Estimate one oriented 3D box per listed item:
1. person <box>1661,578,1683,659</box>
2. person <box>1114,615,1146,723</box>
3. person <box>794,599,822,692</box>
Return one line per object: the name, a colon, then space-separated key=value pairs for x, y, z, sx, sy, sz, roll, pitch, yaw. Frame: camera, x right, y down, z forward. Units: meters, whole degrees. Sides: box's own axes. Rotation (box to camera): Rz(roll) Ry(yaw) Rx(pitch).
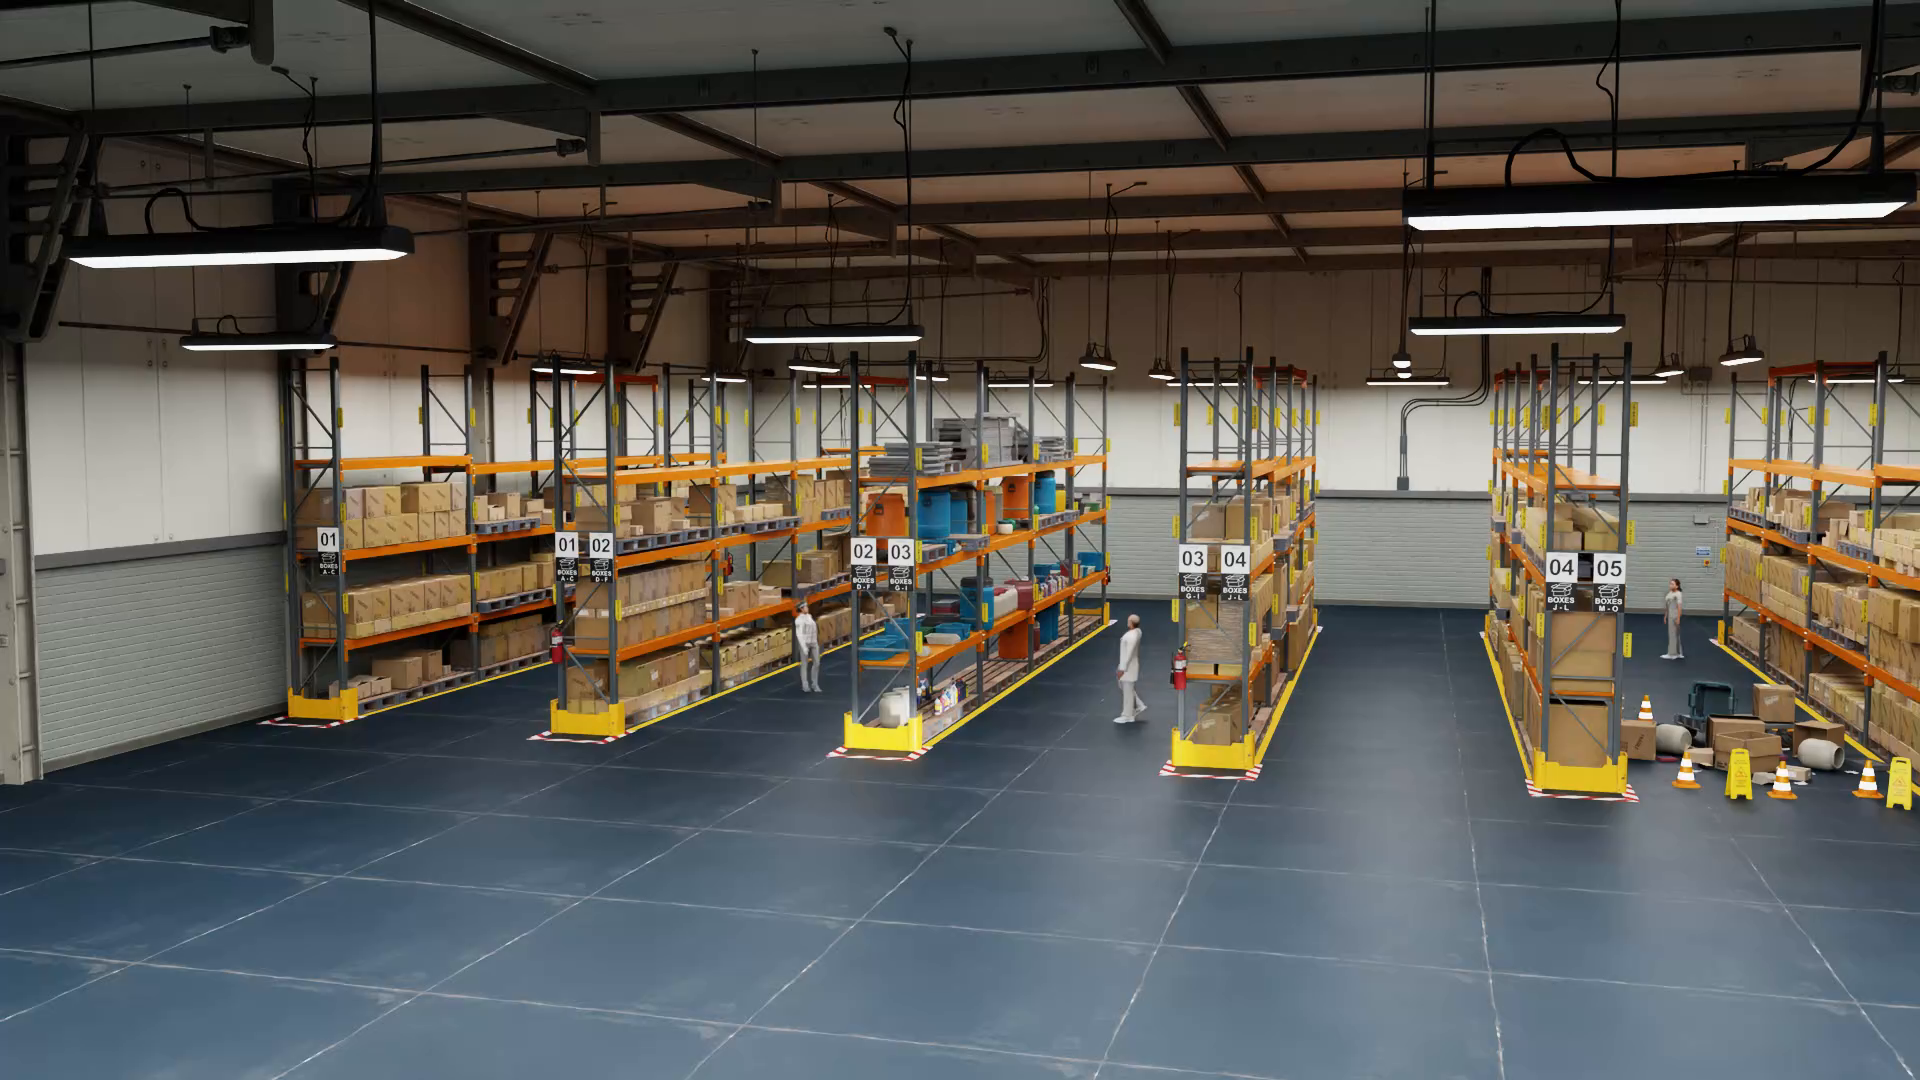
person: x=14.848 y=1.632 z=34.624 sx=0.429 sy=1.673 sz=0.475 roll=1 pitch=4 yaw=19
person: x=2.812 y=2.100 z=27.420 sx=0.535 sy=1.769 sz=0.665 roll=0 pitch=4 yaw=5
person: x=-2.772 y=1.950 z=30.417 sx=0.526 sy=1.757 sz=0.471 roll=-3 pitch=5 yaw=-35
